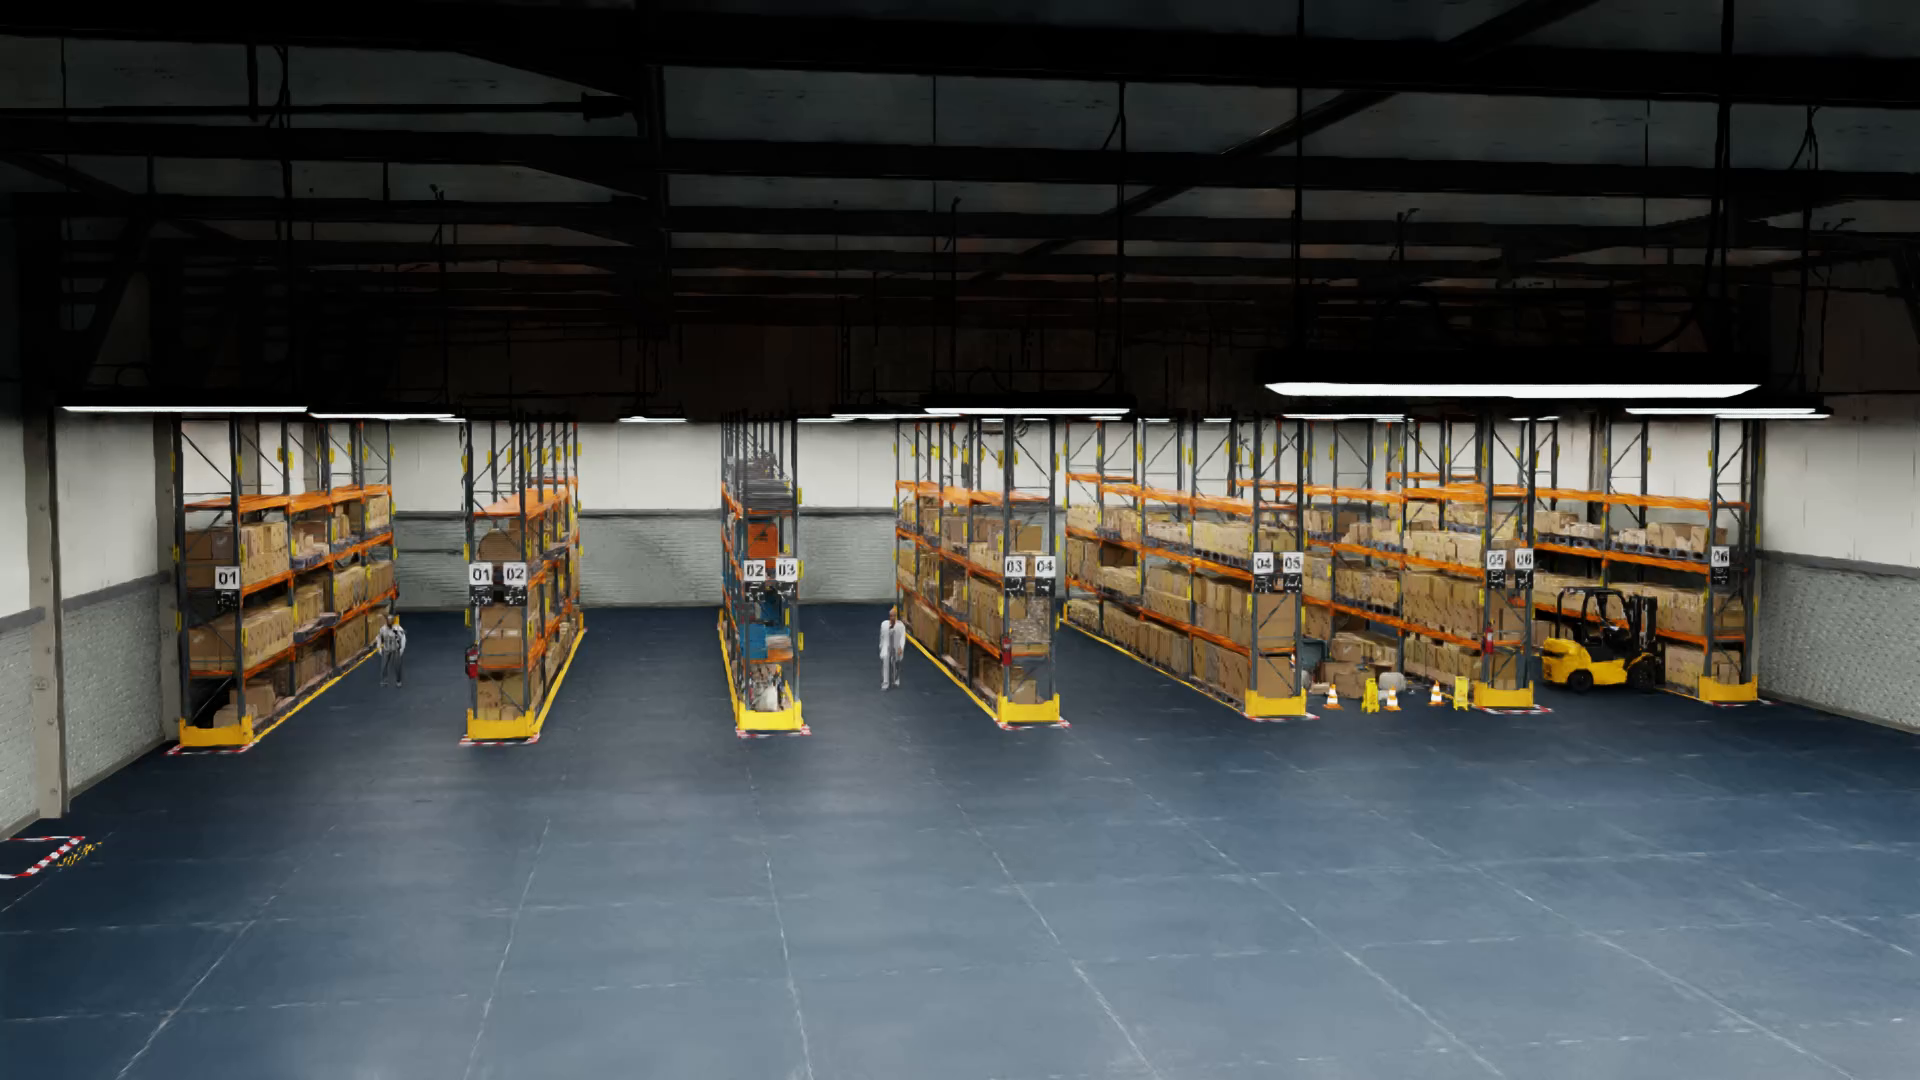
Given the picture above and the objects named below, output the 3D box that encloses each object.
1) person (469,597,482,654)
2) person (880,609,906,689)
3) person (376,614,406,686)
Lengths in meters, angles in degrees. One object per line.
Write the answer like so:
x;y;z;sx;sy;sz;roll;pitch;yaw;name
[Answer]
-11.825;1.962;40.931;0.446;1.781;0.605;-3;5;-41;person
-1.454;2.344;35.931;0.571;1.714;1.100;0;4;-1;person
-12.386;2.390;36.216;0.639;1.632;0.512;-1;4;-11;person
